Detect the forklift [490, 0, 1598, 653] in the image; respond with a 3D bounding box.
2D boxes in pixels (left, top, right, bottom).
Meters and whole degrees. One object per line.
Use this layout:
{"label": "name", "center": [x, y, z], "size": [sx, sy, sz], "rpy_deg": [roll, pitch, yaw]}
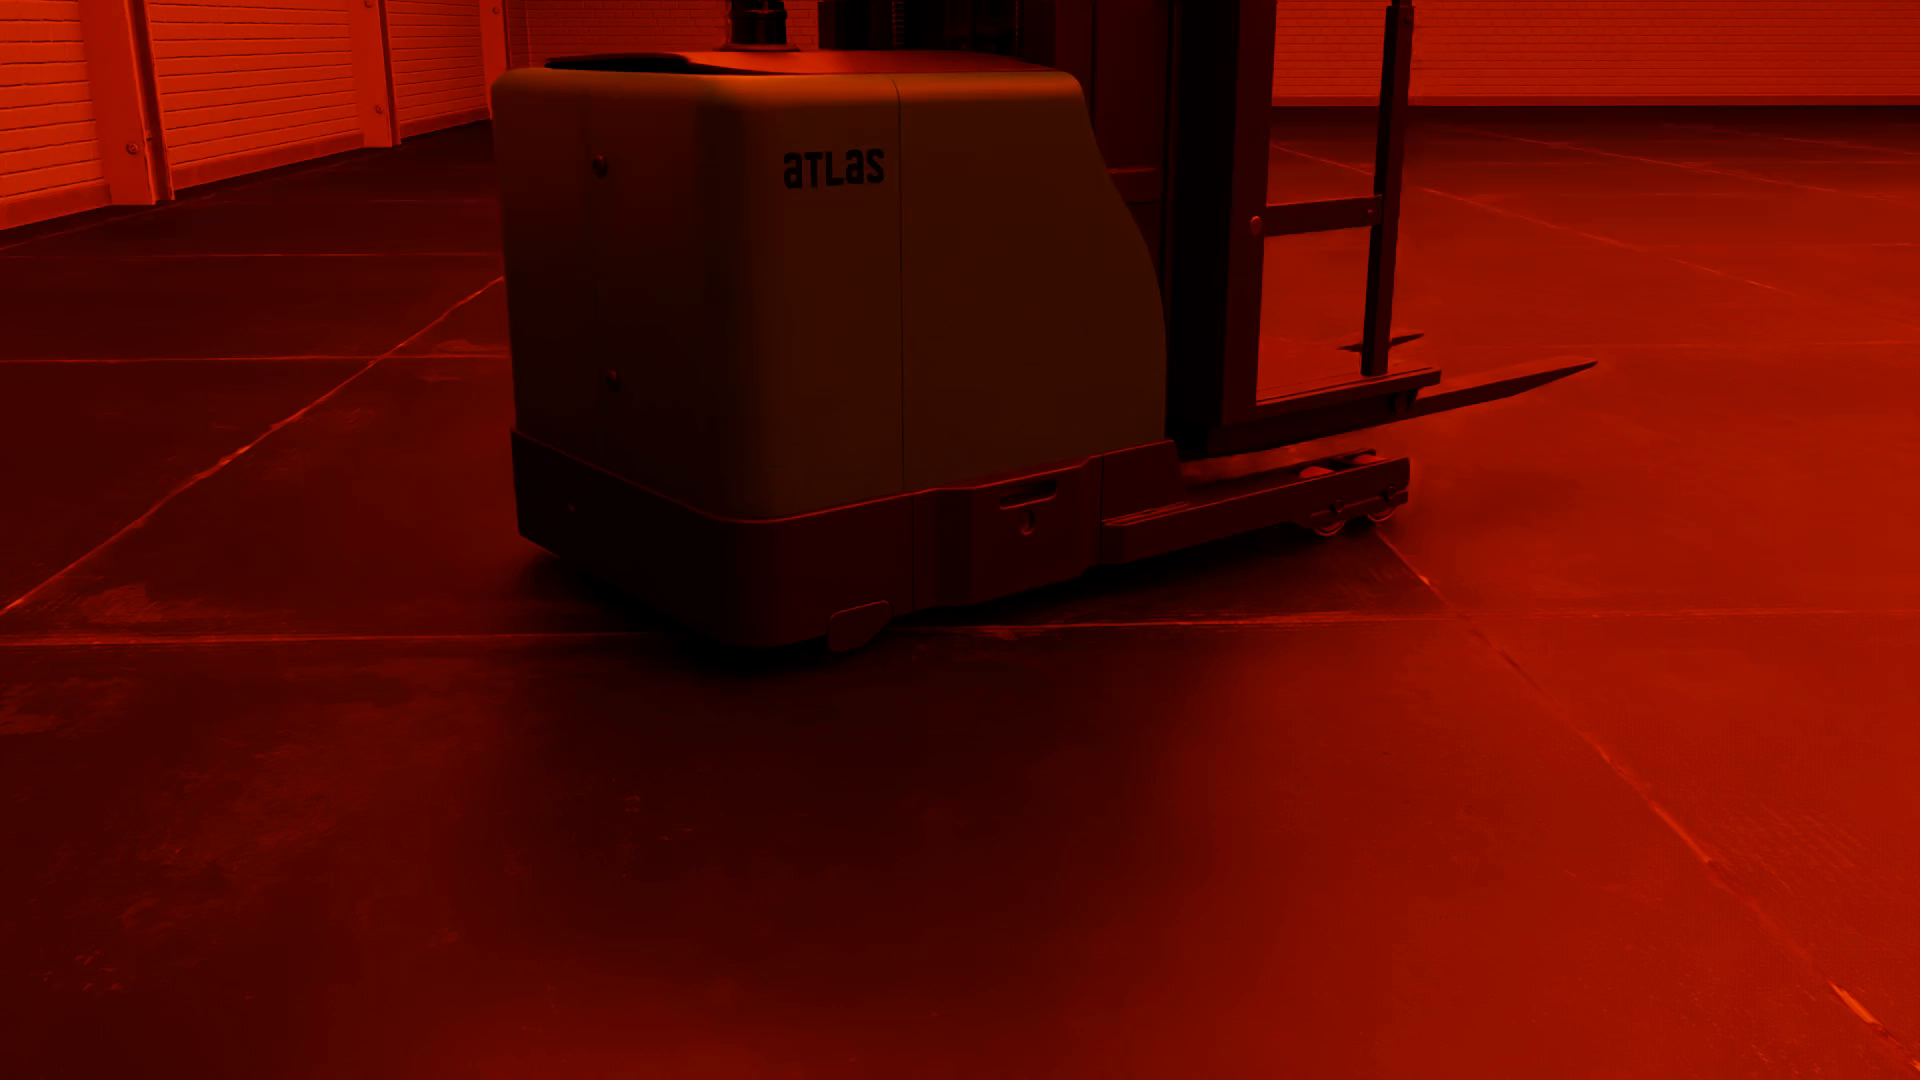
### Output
{"label": "forklift", "center": [0.476, -1.518, 3.869], "size": [3.031, 2.935, 1.130], "rpy_deg": [-13, 21, -36]}
